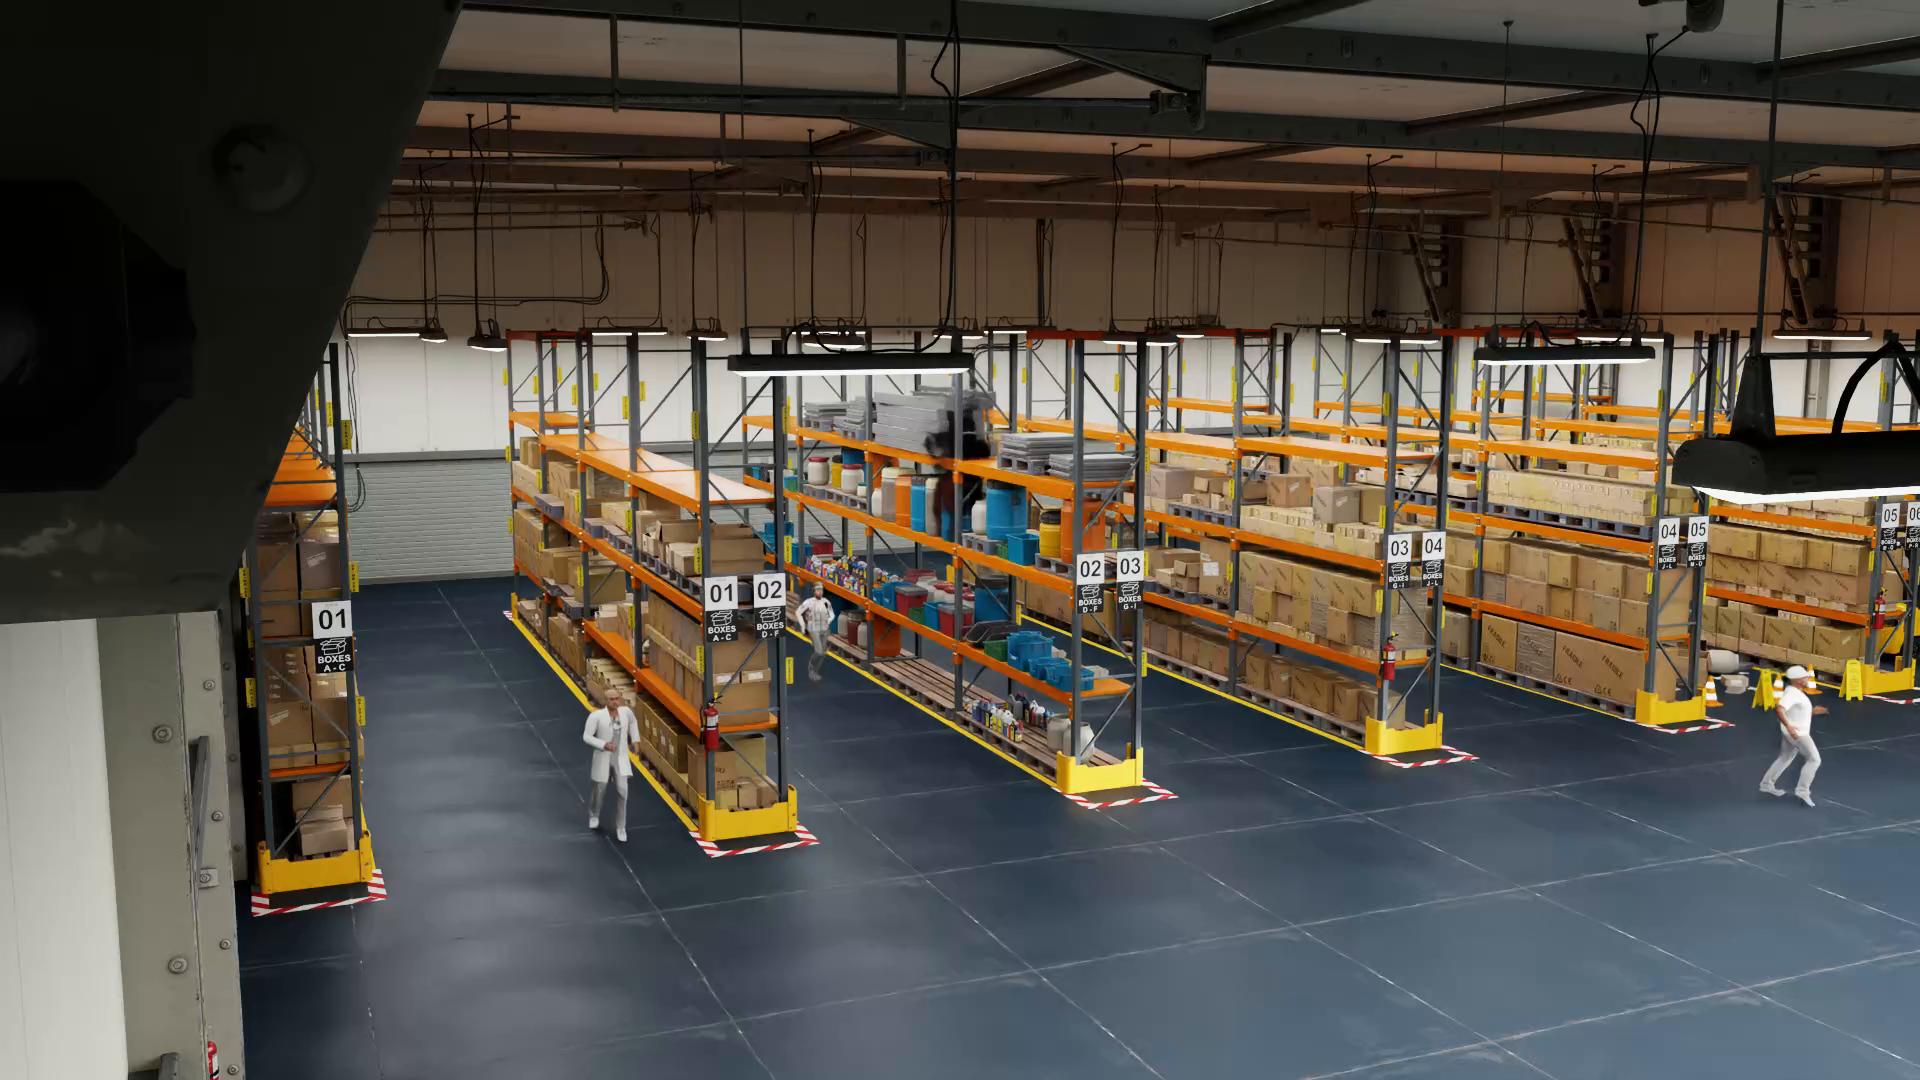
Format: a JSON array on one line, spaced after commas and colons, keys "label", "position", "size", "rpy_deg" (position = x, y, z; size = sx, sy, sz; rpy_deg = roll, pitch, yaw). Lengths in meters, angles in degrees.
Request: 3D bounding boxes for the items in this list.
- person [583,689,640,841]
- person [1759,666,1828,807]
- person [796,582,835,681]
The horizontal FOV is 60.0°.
[{"label": "person", "position": [-4.236, 2.715, 20.275], "size": [0.747, 1.856, 0.817], "rpy_deg": [-4, 9, -27]}, {"label": "person", "position": [10.836, 2.540, 21.558], "size": [0.754, 1.831, 0.673], "rpy_deg": [2, 8, 14]}, {"label": "person", "position": [-2.326, 1.506, 27.381], "size": [0.593, 1.660, 0.616], "rpy_deg": [-4, 9, -30]}]
